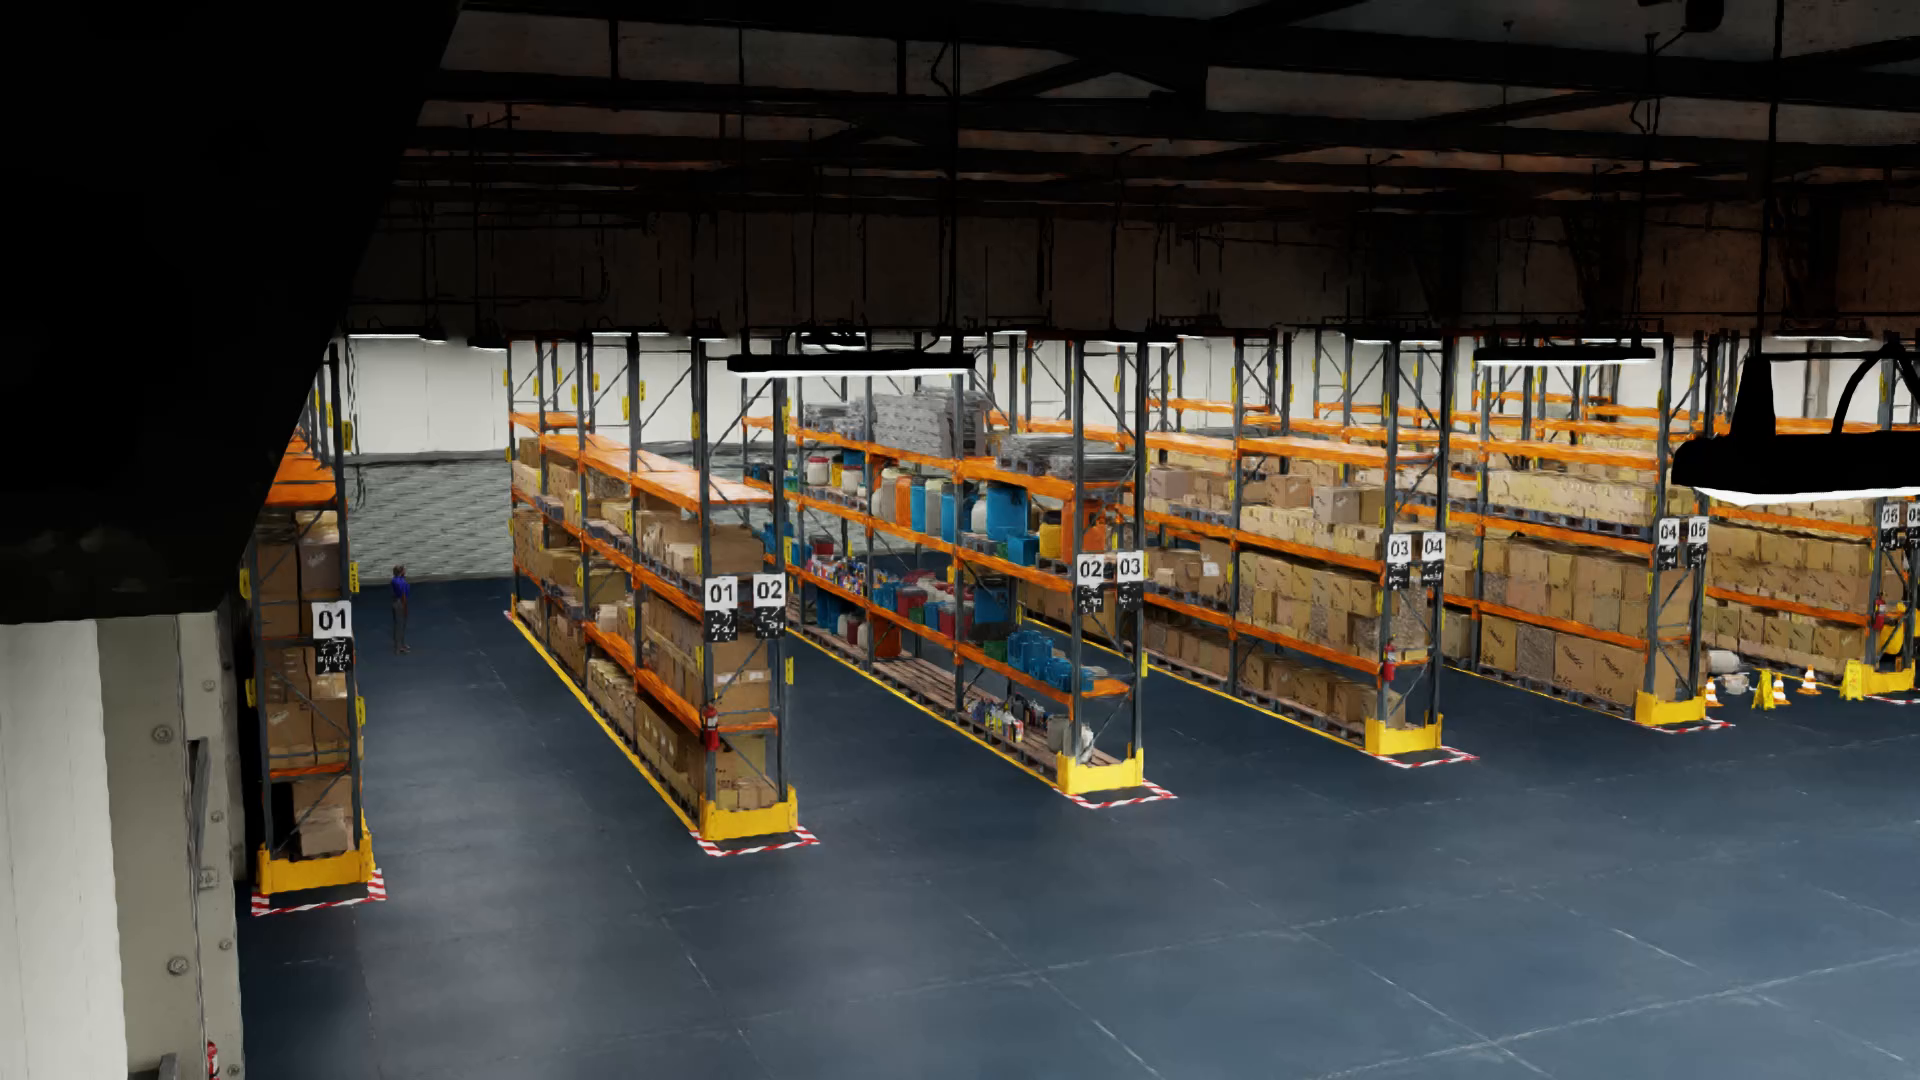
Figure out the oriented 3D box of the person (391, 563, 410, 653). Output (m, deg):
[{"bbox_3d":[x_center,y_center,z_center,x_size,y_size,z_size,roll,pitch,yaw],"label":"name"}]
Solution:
[{"bbox_3d":[-10.489,1.259,31.187,0.373,1.657,0.584,-6,10,-35],"label":"person"}]
